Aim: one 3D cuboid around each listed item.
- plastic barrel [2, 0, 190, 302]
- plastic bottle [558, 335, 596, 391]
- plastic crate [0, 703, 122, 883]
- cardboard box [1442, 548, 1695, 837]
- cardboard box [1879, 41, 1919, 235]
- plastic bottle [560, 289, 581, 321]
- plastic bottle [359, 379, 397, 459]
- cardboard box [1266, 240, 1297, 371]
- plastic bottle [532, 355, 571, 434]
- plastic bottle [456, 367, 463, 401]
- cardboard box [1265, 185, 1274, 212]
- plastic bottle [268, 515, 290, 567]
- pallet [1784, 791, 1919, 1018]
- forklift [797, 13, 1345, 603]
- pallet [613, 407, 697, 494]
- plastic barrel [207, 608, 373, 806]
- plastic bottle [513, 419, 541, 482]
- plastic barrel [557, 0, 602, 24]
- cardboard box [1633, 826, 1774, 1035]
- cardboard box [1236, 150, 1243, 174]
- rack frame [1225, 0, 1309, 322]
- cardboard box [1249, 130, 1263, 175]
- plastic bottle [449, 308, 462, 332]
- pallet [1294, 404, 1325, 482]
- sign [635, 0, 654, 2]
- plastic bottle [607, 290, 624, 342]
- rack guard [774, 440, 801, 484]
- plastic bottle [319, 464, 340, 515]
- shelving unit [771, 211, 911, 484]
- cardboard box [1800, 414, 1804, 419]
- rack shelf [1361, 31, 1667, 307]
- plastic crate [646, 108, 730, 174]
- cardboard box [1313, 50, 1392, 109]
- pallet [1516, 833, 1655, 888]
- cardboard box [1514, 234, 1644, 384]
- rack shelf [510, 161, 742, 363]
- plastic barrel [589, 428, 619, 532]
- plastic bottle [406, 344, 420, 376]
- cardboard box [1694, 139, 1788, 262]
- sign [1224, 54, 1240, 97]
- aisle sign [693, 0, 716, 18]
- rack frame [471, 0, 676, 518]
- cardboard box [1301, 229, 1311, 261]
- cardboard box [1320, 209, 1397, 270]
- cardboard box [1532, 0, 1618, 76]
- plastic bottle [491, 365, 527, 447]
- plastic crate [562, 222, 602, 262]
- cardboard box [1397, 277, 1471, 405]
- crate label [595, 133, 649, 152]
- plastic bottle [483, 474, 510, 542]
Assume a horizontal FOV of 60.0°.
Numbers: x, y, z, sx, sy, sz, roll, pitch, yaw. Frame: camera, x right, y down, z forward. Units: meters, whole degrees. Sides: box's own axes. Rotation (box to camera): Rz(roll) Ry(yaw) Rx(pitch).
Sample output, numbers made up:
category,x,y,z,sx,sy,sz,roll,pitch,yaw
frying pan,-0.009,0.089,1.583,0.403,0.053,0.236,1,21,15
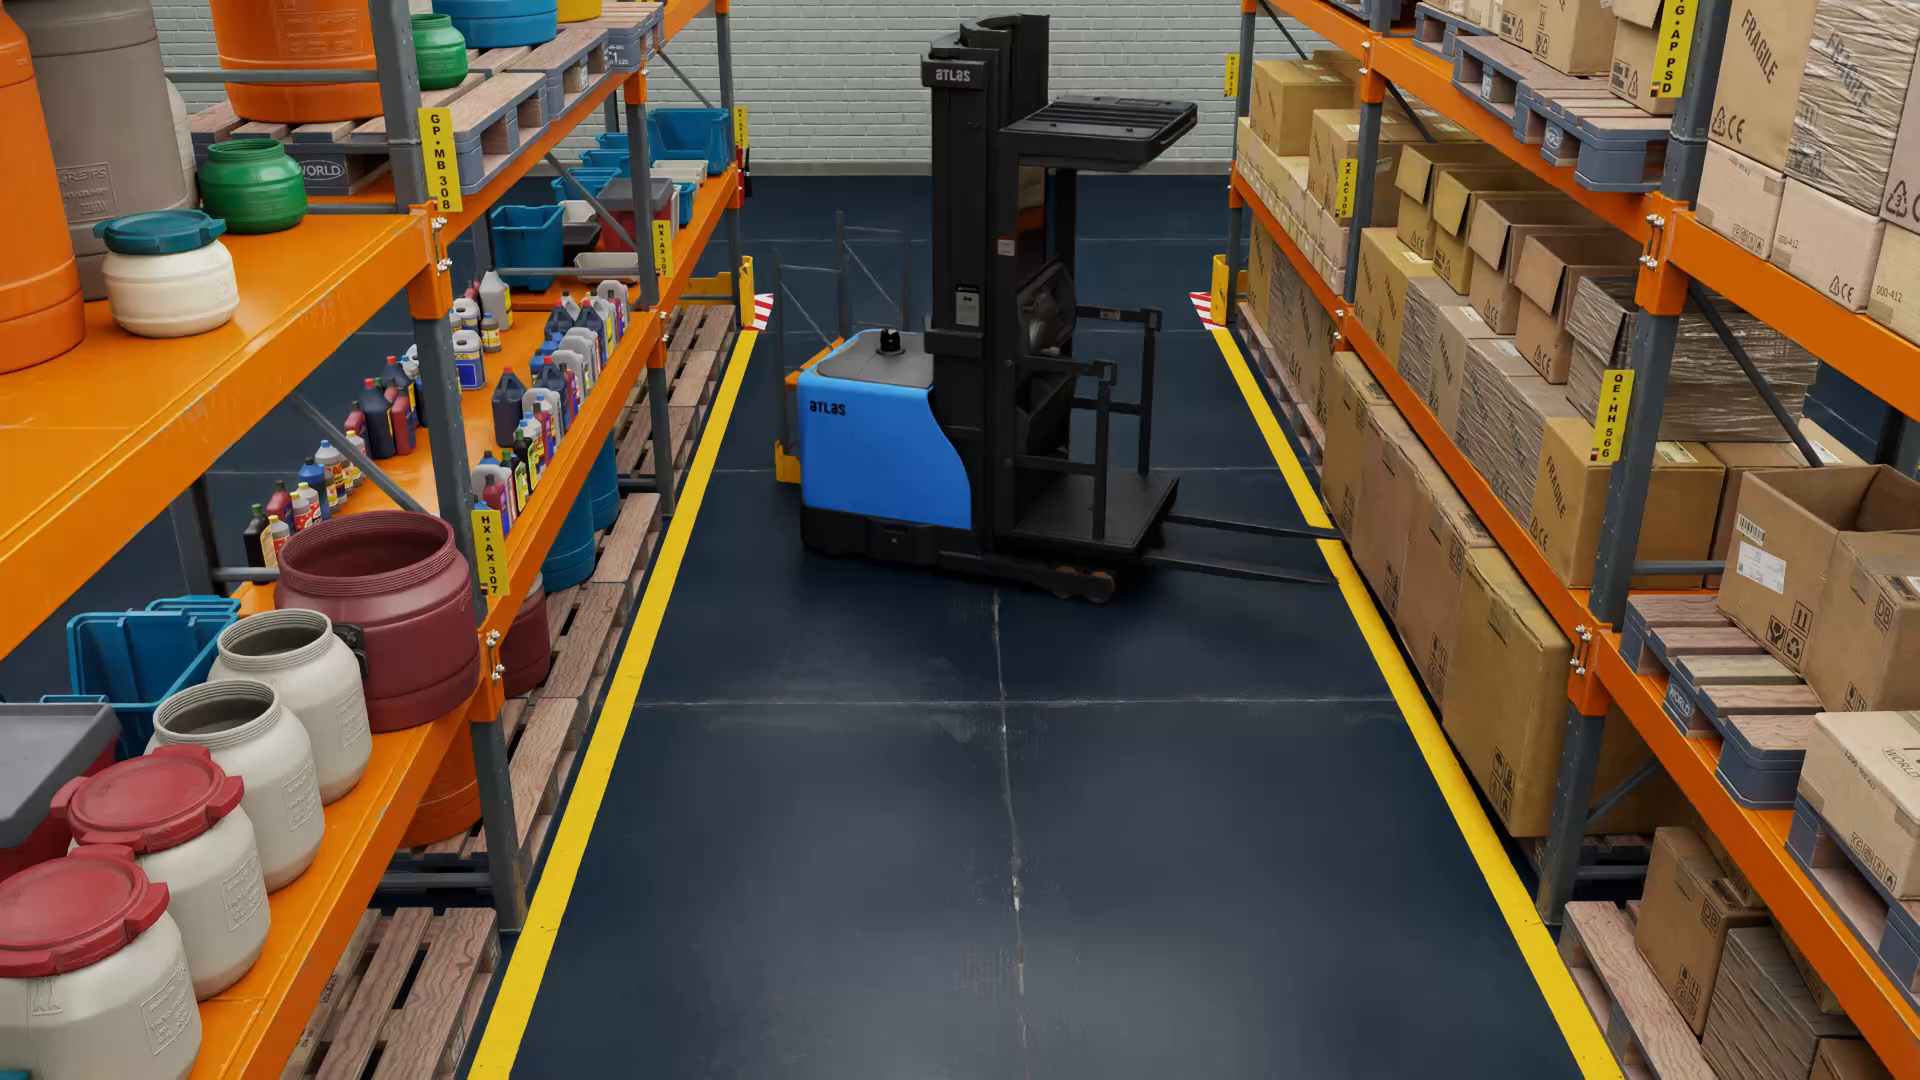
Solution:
category,x,y,z,sx,sy,sz,roll,pitch,yaw
plastic barrel,-2.397,-1.129,4.358,0.600,0.901,0.600,0,24,0
plastic bottle,-1.894,-0.890,8.229,0.152,0.276,0.135,0,24,-1
plastic crate,-2.478,0.765,4.342,0.402,0.464,0.583,0,24,-1
cardboard box,2.777,0.597,6.860,1.225,0.875,0.875,-1,24,-3
cardboard box,2.526,-0.925,3.787,0.500,0.500,0.500,-1,24,-2
plastic bottle,-2.040,-1.121,8.649,0.144,0.351,0.185,0,24,-1
plastic bottle,-2.593,-0.553,7.392,0.144,0.351,0.185,0,24,-1
cardboard box,2.773,-1.777,12.108,0.875,0.875,0.875,0,24,-1
plastic bottle,-1.884,-0.668,7.647,0.144,0.351,0.185,0,24,-1
plastic bottle,-2.472,-0.770,8.053,0.097,0.201,0.097,0,24,0
cardboard box,2.366,-2.400,11.722,0.380,0.149,0.250,-1,24,-1
plastic bottle,-2.603,0.005,6.341,0.097,0.201,0.097,0,24,0
pallet,2.826,1.007,4.116,1.003,0.211,1.213,0,24,-1
forklift,0.656,-1.243,8.941,3.031,2.935,1.130,8,26,18
pallet,-2.280,-0.554,10.719,1.003,0.211,1.213,0,24,-1
plastic barrel,-1.964,0.498,4.872,0.421,0.512,0.421,0,24,0
plastic bottle,-1.854,-0.383,7.114,0.097,0.271,0.097,0,24,0
plastic barrel,-2.020,-2.790,7.902,0.600,0.588,0.600,0,24,0
cardboard box,2.791,1.319,5.694,0.700,0.500,0.500,-2,24,-3
cardboard box,2.350,-2.930,12.893,0.380,0.149,0.250,0,24,0
rack frame,2.676,-3.192,13.168,1.000,3.000,0.127,0,24,-1
cardboard box,2.424,-2.846,12.224,0.500,0.250,0.500,-1,24,-1
plastic bottle,-2.631,-1.072,8.636,0.097,0.271,0.097,0,24,0
pallet,2.790,-0.587,10.792,1.003,0.211,1.213,0,24,-1
sign,-1.683,-2.894,8.858,0.100,0.325,0.005,0,24,-1
plastic bottle,-1.857,-1.213,8.933,0.061,0.283,0.133,0,24,-1
rack guard,-0.886,-0.469,10.484,0.587,0.250,0.087,8,26,17
plastic bottle,-2.609,-0.211,6.817,0.097,0.201,0.097,0,24,0
shelving unit,-0.727,-1.233,10.657,0.587,1.500,1.083,8,26,17
cardboard box,3.022,-0.355,6.774,0.500,0.500,0.500,-1,24,-2
rack shelf,2.742,-1.759,7.232,1.077,0.370,4.000,0,24,-1
plastic crate,-2.086,-3.076,12.796,0.616,0.435,0.499,0,24,-1
cardboard box,2.944,-3.402,12.542,0.500,0.500,0.500,0,24,0
pallet,2.830,1.050,7.173,1.003,0.211,1.213,0,24,-1
cardboard box,2.767,-0.968,6.912,0.797,0.503,0.637,0,24,1
rack shelf,-2.255,-2.018,11.445,1.077,0.370,4.000,0,24,-1
plastic barrel,-2.244,-0.533,9.325,0.600,0.901,0.708,0,24,-1
plastic bottle,-2.596,-0.796,8.020,0.152,0.276,0.135,0,24,-1
cardboard box,2.514,-0.999,4.862,0.500,0.250,0.500,0,24,0
sign,2.121,-3.623,12.973,0.100,0.325,0.005,0,24,-1
aisle sign,-1.984,-4.385,12.652,0.394,0.787,0.004,0,24,-1
rack frame,-2.233,-1.522,9.475,1.000,3.000,0.127,0,24,-1
cardboard box,2.380,-1.872,10.553,0.380,0.149,0.250,0,24,0
cardboard box,2.453,-1.792,9.893,0.500,0.250,0.500,-1,24,-2
cardboard box,2.587,-2.106,6.495,0.500,0.500,0.500,1,24,2
plastic bottle,-2.034,-0.612,7.523,0.144,0.351,0.185,0,24,-1
plastic crate,-2.514,-1.884,10.536,0.437,0.125,0.590,0,24,-1
cardboard box,2.486,-0.986,8.168,0.500,0.500,0.500,-1,24,-2
crate label,-2.603,-3.018,12.913,0.416,0.233,0.303,0,24,-1
plastic bottle,-1.829,-0.136,6.552,0.061,0.283,0.133,0,24,-1
